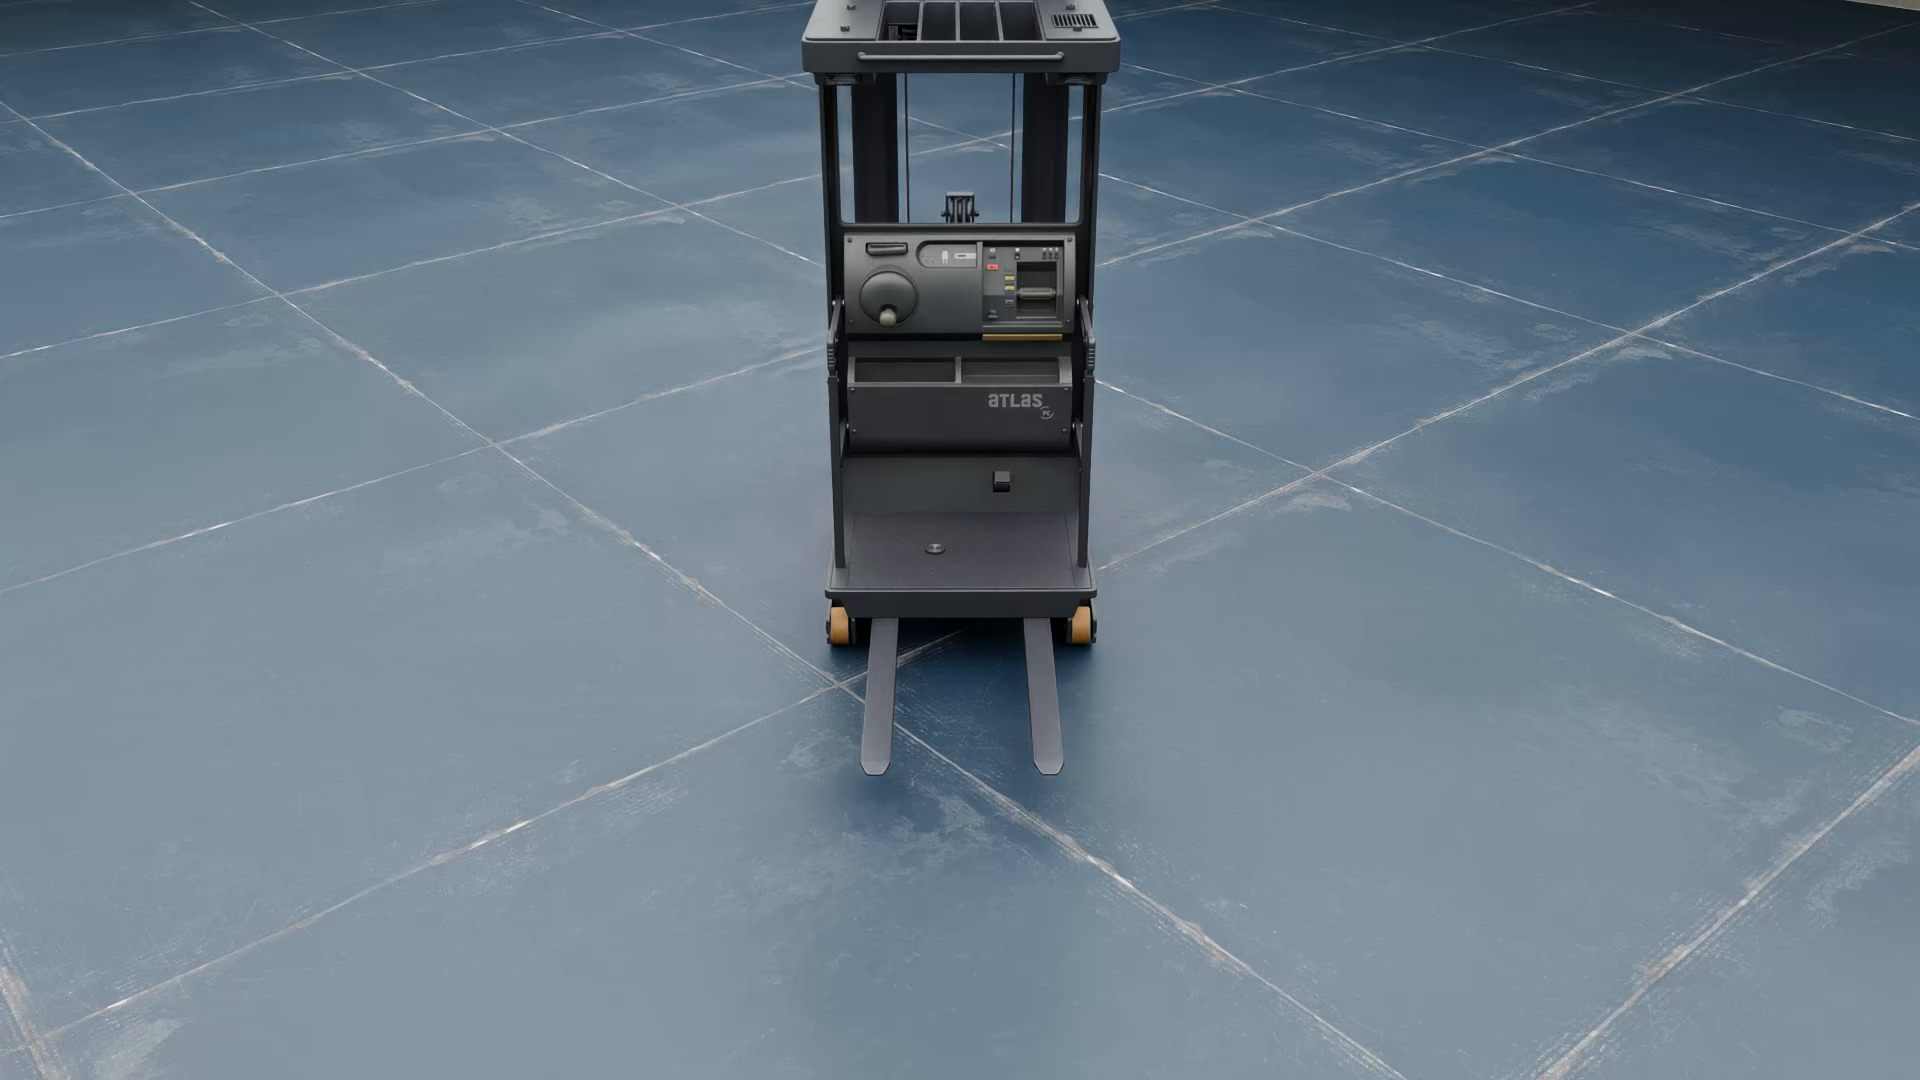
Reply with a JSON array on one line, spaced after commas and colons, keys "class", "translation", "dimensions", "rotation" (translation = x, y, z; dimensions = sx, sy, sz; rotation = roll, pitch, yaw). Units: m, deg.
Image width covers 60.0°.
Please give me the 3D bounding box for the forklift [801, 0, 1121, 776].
[{"class": "forklift", "translation": [0.002, -0.999, 6.509], "dimensions": [1.130, 2.935, 3.031], "rotation": [0, 28, 0]}]
